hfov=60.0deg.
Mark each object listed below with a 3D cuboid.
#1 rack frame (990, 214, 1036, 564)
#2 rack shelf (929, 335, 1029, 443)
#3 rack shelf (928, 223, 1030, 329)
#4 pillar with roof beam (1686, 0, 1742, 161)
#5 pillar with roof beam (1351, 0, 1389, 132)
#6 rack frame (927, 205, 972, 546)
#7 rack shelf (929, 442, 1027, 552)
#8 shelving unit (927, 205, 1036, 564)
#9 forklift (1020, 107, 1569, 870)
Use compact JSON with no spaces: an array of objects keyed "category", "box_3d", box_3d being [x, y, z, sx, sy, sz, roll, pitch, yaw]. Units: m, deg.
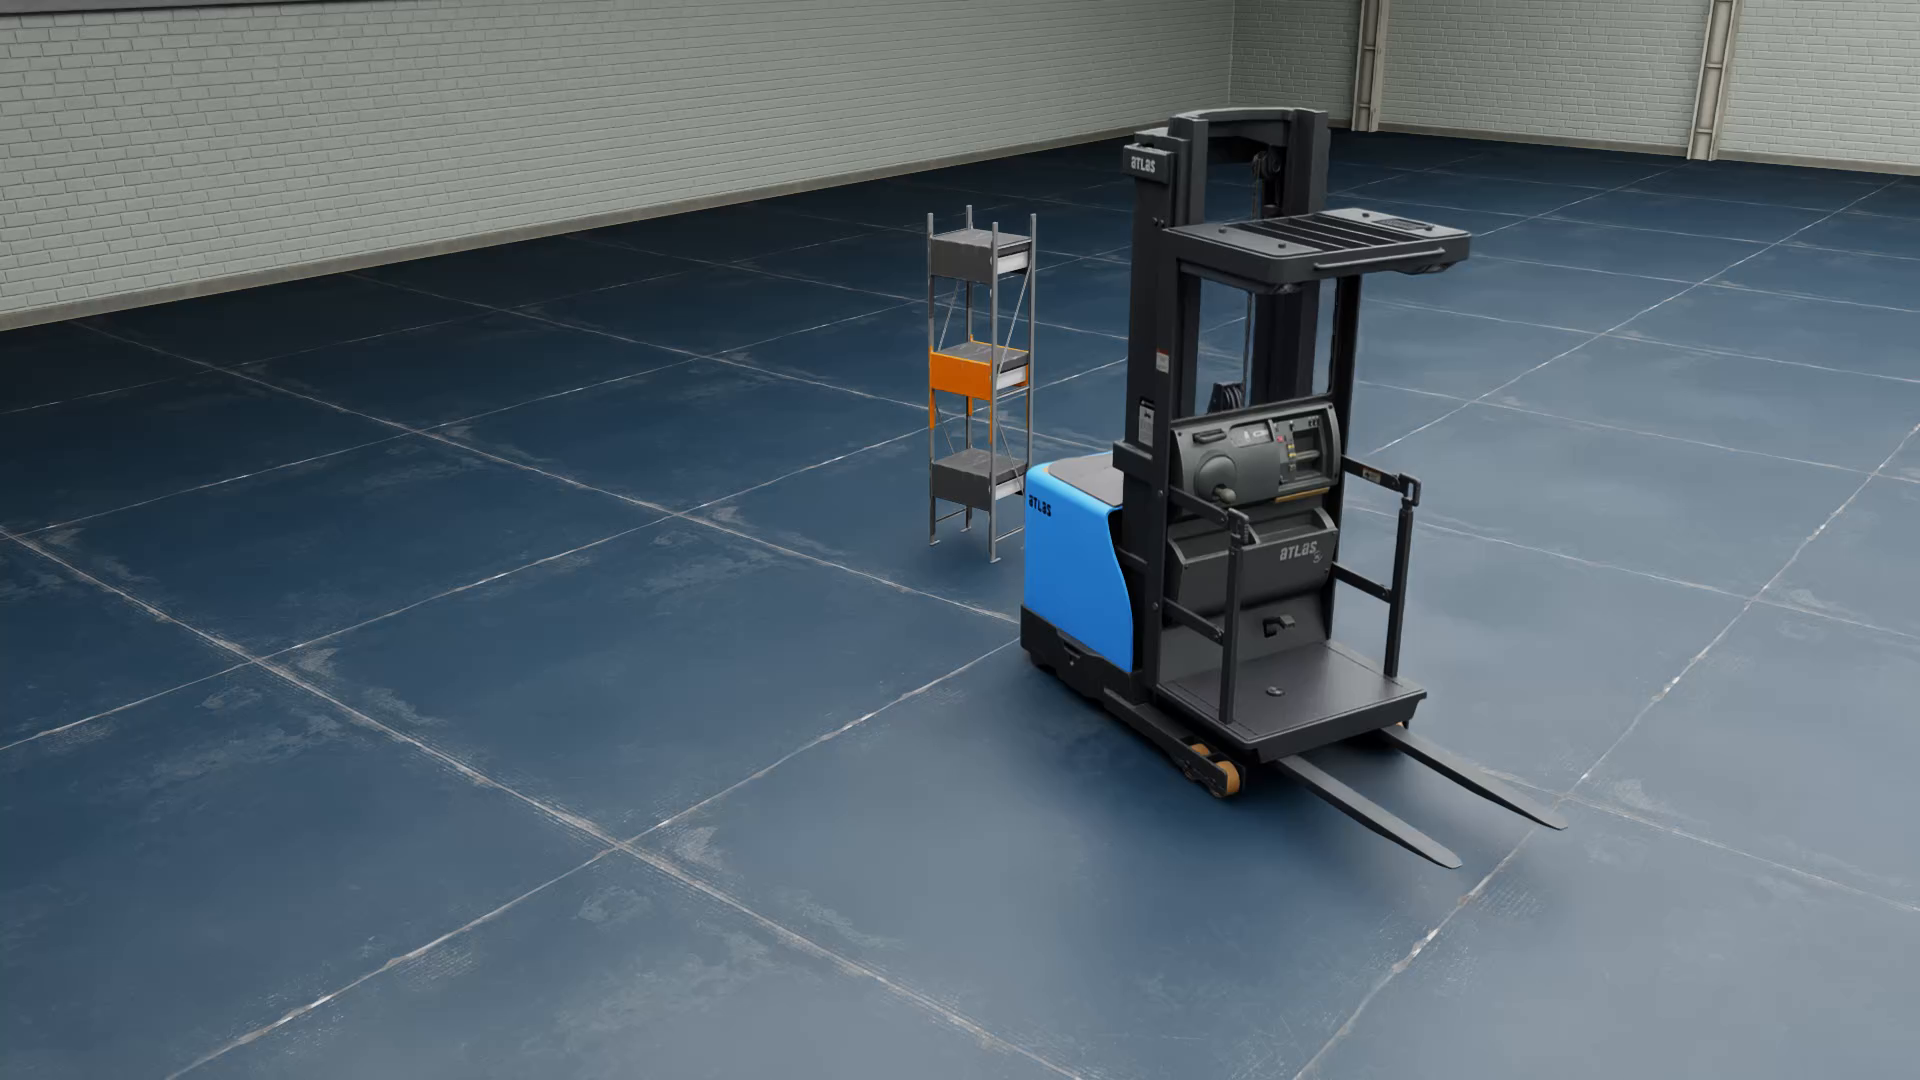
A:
[{"category":"rack frame","box_3d":[0.317,-0.891,10.055,0.015,2.100,0.400,16,26,36]},{"category":"rack shelf","box_3d":[0.128,-0.933,10.205,0.480,0.518,0.431,16,26,36]},{"category":"rack shelf","box_3d":[0.128,-1.588,9.958,0.480,0.518,0.431,16,26,36]},{"category":"pillar with roof beam","box_3d":[9.410,-9.267,22.490,0.400,9.000,9.100,16,26,36]},{"category":"pillar with roof beam","box_3d":[4.761,-10.606,26.040,0.400,9.000,9.100,16,26,36]},{"category":"rack frame","box_3d":[-0.061,-1.000,10.344,0.015,2.100,0.400,16,26,36]},{"category":"rack shelf","box_3d":[0.128,-0.278,10.452,0.480,0.518,0.431,16,26,36]},{"category":"shelving unit","box_3d":[0.128,-0.946,10.200,0.503,2.100,0.431,16,26,36]},{"category":"forklift","box_3d":[1.491,-0.383,7.531,1.130,2.935,3.031,-11,23,-28]}]
